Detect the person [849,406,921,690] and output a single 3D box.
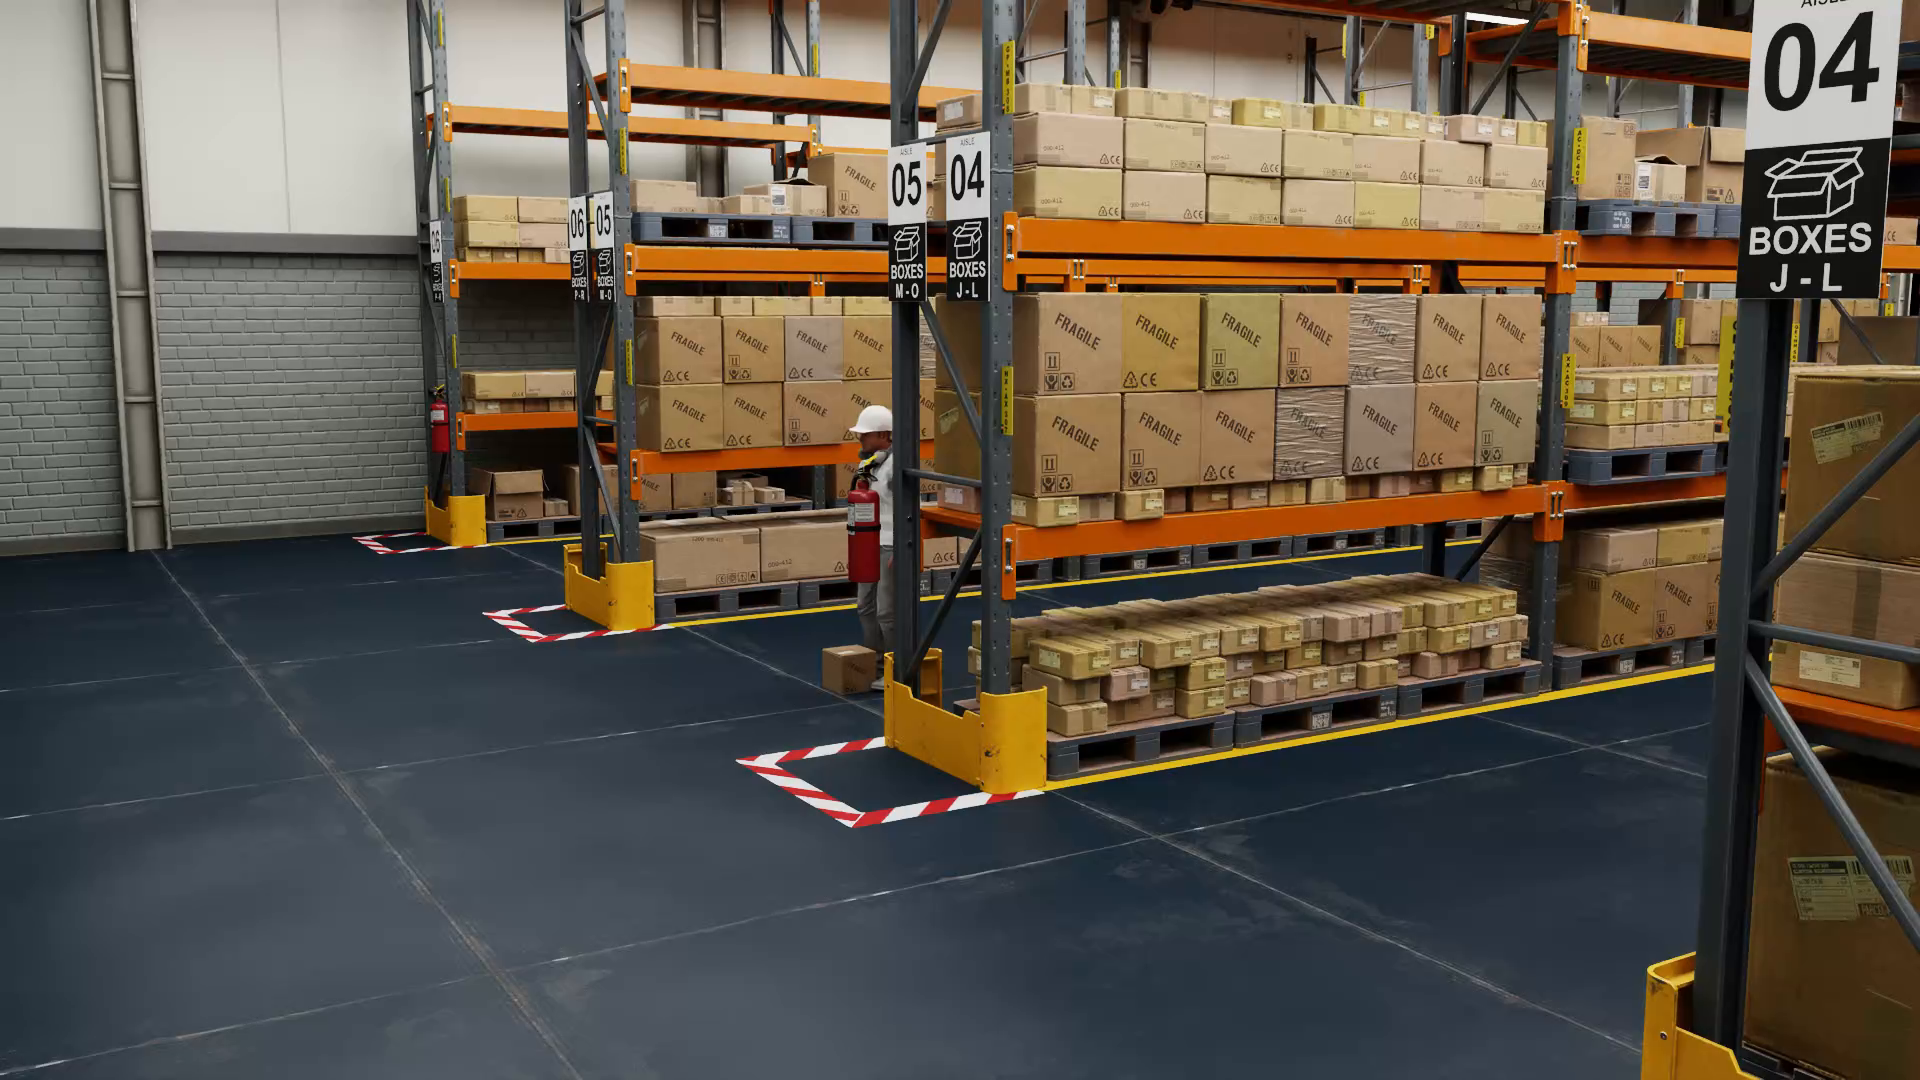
[{"bbox_3d":[-0.480,0.040,10.447,0.466,1.771,0.585,-5,9,-32],"label":"person"}]
